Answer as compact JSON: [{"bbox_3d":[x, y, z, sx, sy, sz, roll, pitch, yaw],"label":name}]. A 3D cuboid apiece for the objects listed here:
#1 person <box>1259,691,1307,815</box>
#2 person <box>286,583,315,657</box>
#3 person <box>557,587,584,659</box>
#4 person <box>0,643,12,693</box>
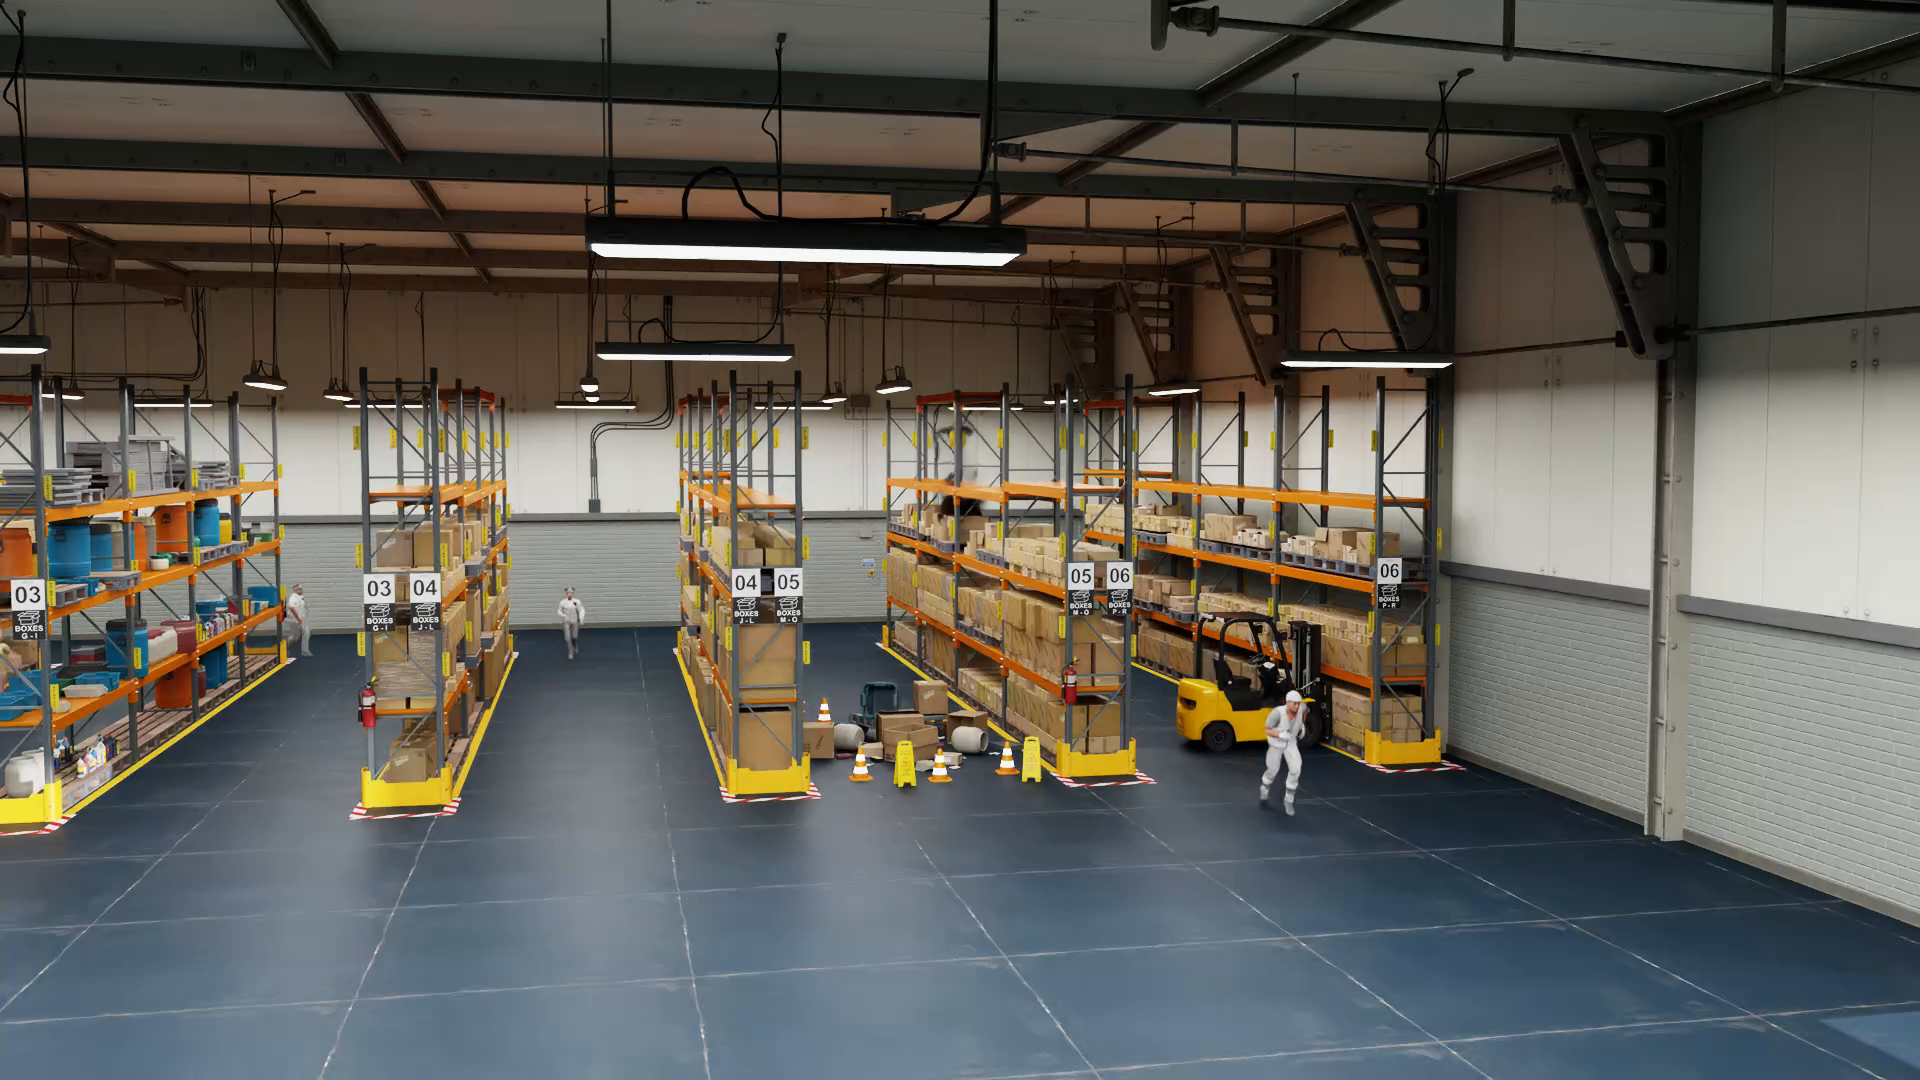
[{"bbox_3d":[4.372,2.847,22.554,0.707,1.722,1.028,-1,4,-16],"label":"person"},{"bbox_3d":[-15.417,1.867,38.524,0.810,1.777,0.743,0,3,0],"label":"person"},{"bbox_3d":[-8.941,1.903,38.216,0.604,1.659,0.532,-1,3,-12],"label":"person"},{"bbox_3d":[-16.966,2.409,29.183,0.553,1.694,0.909,-2,4,-25],"label":"person"}]
